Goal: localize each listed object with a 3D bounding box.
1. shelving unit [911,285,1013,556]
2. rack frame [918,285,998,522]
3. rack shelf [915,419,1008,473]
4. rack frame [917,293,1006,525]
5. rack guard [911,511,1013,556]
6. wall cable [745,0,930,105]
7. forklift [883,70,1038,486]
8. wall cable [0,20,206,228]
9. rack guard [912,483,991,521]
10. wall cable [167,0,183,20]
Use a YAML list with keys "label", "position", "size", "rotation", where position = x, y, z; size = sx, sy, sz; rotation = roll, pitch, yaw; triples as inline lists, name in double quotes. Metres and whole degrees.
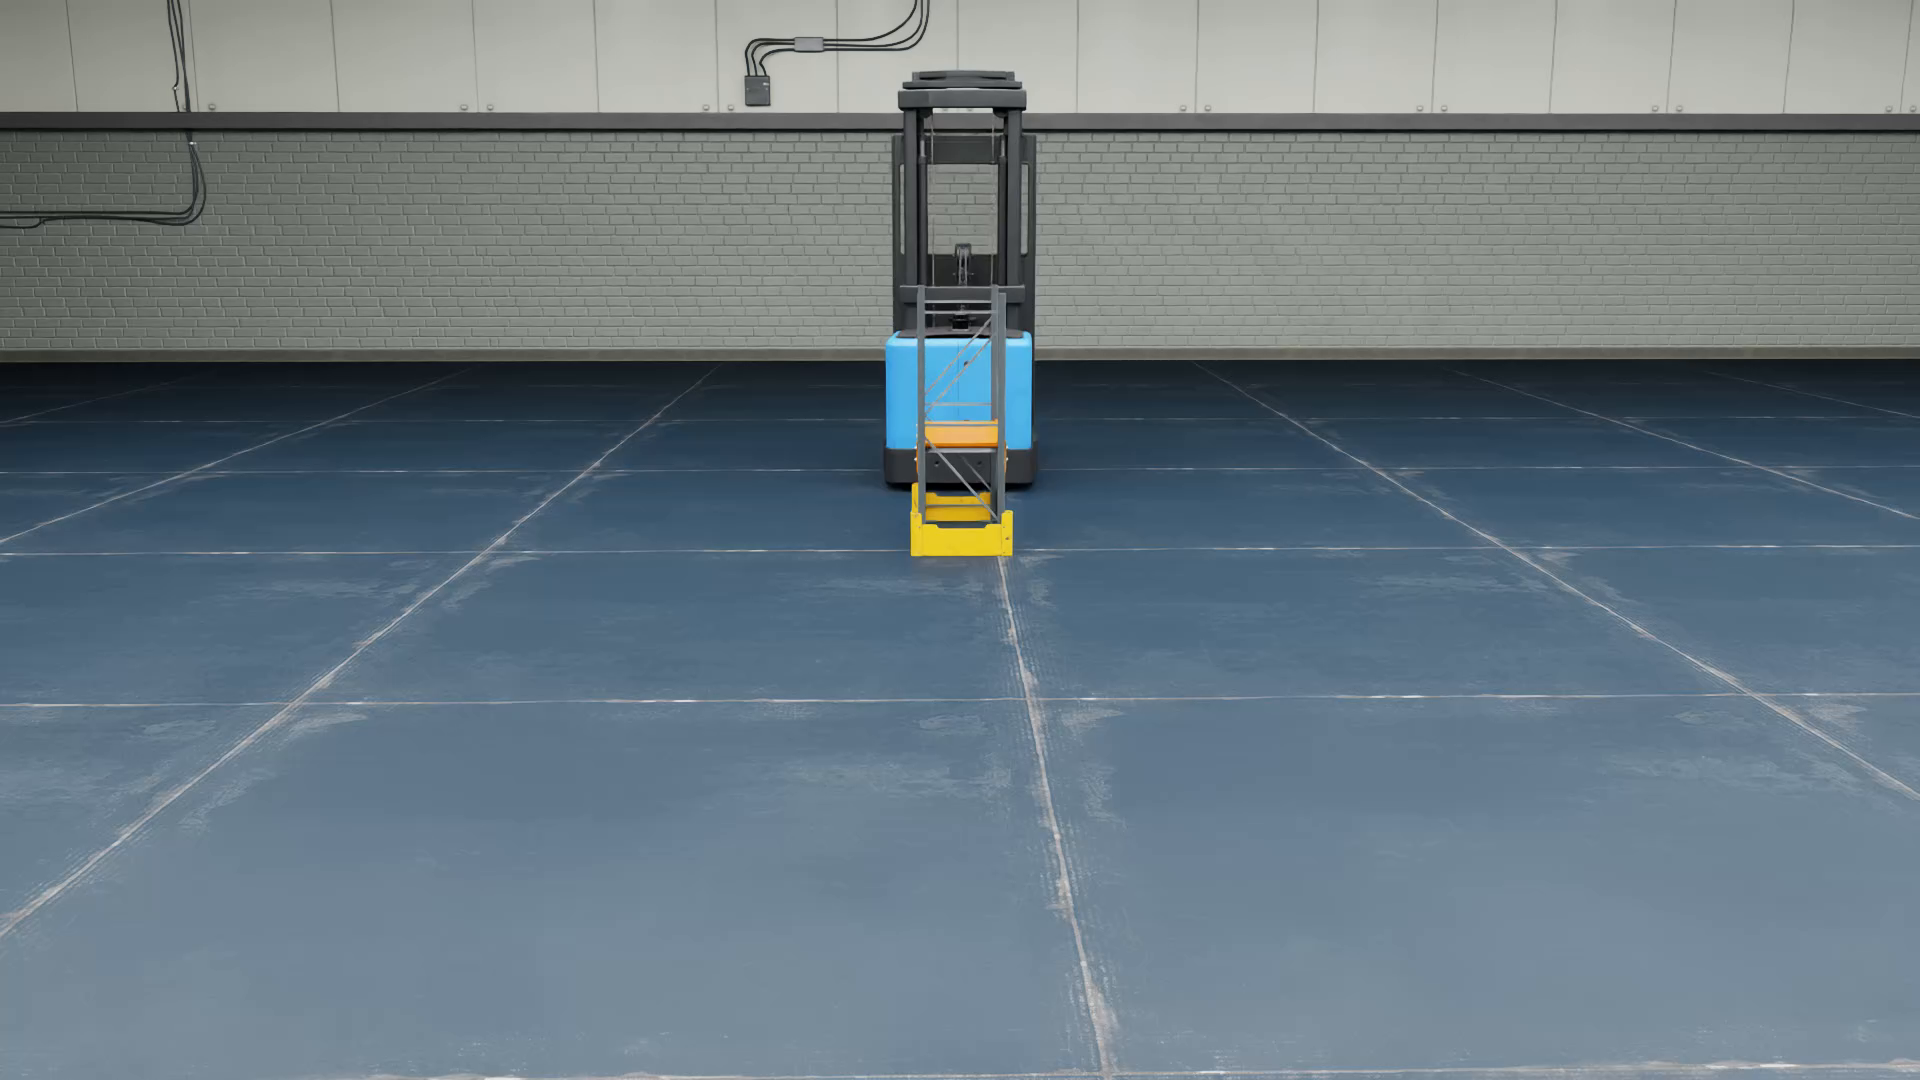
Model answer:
- label: "shelving unit"
  position: [-0.002, -0.750, 9.985]
  size: [0.587, 1.500, 1.083]
  rotation: [0, 11, -1]
- label: "rack frame"
  position: [-0.012, -0.853, 10.492]
  size: [0.500, 1.500, 0.032]
  rotation: [0, 11, -1]
- label: "rack shelf"
  position: [-0.002, -0.576, 10.029]
  size: [0.538, 0.185, 1.000]
  rotation: [0, 11, -1]
- label: "rack frame"
  position: [0.009, -0.651, 9.495]
  size: [0.500, 1.500, 0.032]
  rotation: [0, 11, -1]
- label: "rack guard"
  position: [0.009, -0.039, 9.621]
  size: [0.587, 0.250, 0.087]
  rotation: [0, 11, -1]
- label: "wall cable"
  position: [-1.527, -8.384, 20.201]
  size: [2.305, 6.003, 0.169]
  rotation: [0, 11, -1]
- label: "forklift"
  position: [0.040, -2.065, 12.868]
  size: [1.130, 2.935, 3.031]
  rotation: [0, 11, 2]
- label: "wall cable"
  position: [-11.018, -5.160, 20.671]
  size: [3.097, 2.526, 0.112]
  rotation: [0, 11, -1]
- label: "rack guard"
  position: [-0.012, -0.237, 10.597]
  size: [0.587, 0.250, 0.087]
  rotation: [0, 11, -1]
- label: "wall cable"
  position: [-8.314, -7.646, 20.224]
  size: [3.097, 2.526, 0.112]
  rotation: [0, 11, -1]
